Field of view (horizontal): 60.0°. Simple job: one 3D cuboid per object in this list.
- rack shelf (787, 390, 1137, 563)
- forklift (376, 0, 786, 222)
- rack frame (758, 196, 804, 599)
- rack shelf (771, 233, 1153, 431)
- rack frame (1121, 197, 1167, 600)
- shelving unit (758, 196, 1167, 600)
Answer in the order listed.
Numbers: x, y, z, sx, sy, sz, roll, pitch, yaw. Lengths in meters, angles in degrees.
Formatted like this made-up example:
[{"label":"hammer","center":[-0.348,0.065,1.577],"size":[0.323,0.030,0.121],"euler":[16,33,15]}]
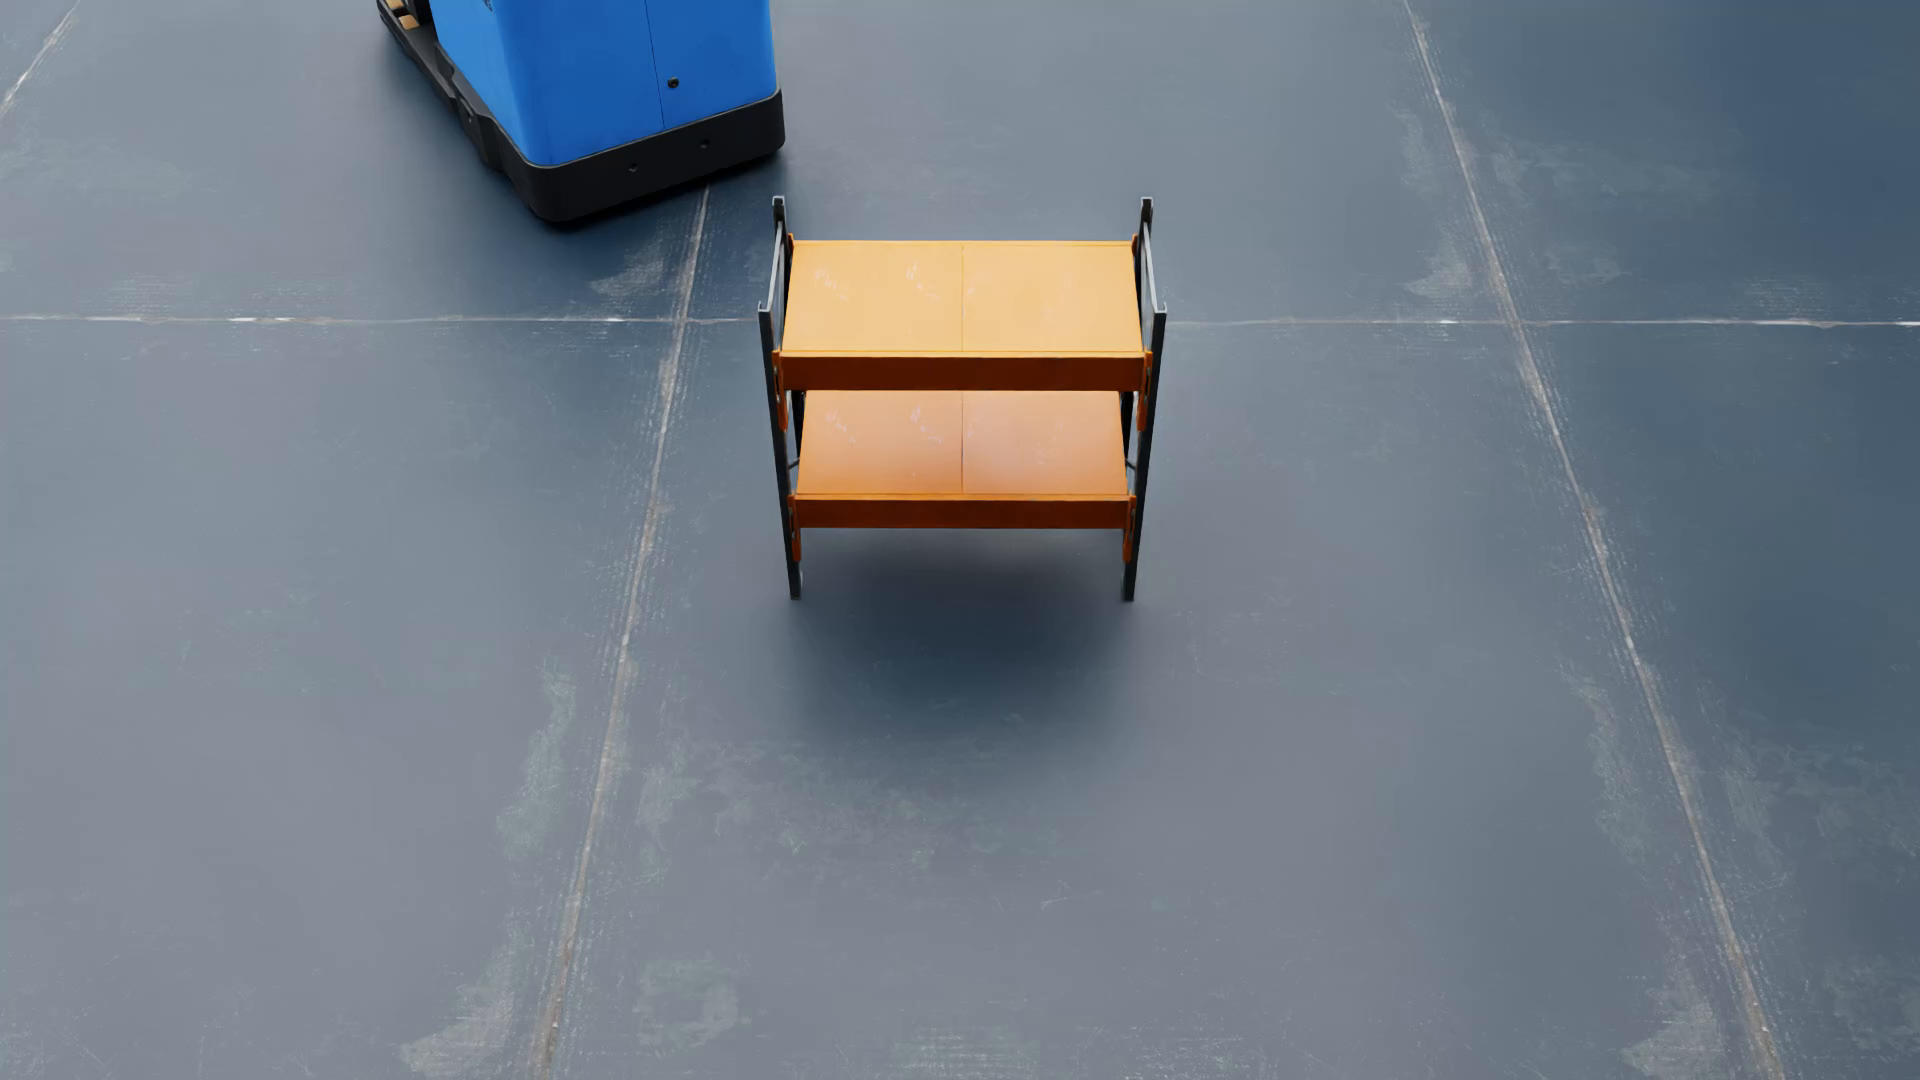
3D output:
[{"label":"rack shelf","center":[0.007,-0.217,5.017],"size":[1.000,0.278,0.538],"euler":[0,47,0]},{"label":"forklift","center":[-1.894,-3.266,6.287],"size":[1.130,2.935,3.031],"euler":[-24,52,-21]},{"label":"rack frame","center":[-0.502,-0.385,4.840],"size":[0.032,1.125,0.500],"euler":[0,47,0]},{"label":"rack shelf","center":[0.007,-0.583,4.624],"size":[1.000,0.278,0.538],"euler":[0,47,0]},{"label":"rack frame","center":[0.515,-0.382,4.837],"size":[0.032,1.125,0.500],"euler":[0,47,0]},{"label":"shelving unit","center":[0.007,-0.383,4.838],"size":[1.048,1.125,0.538],"euler":[0,47,0]}]
